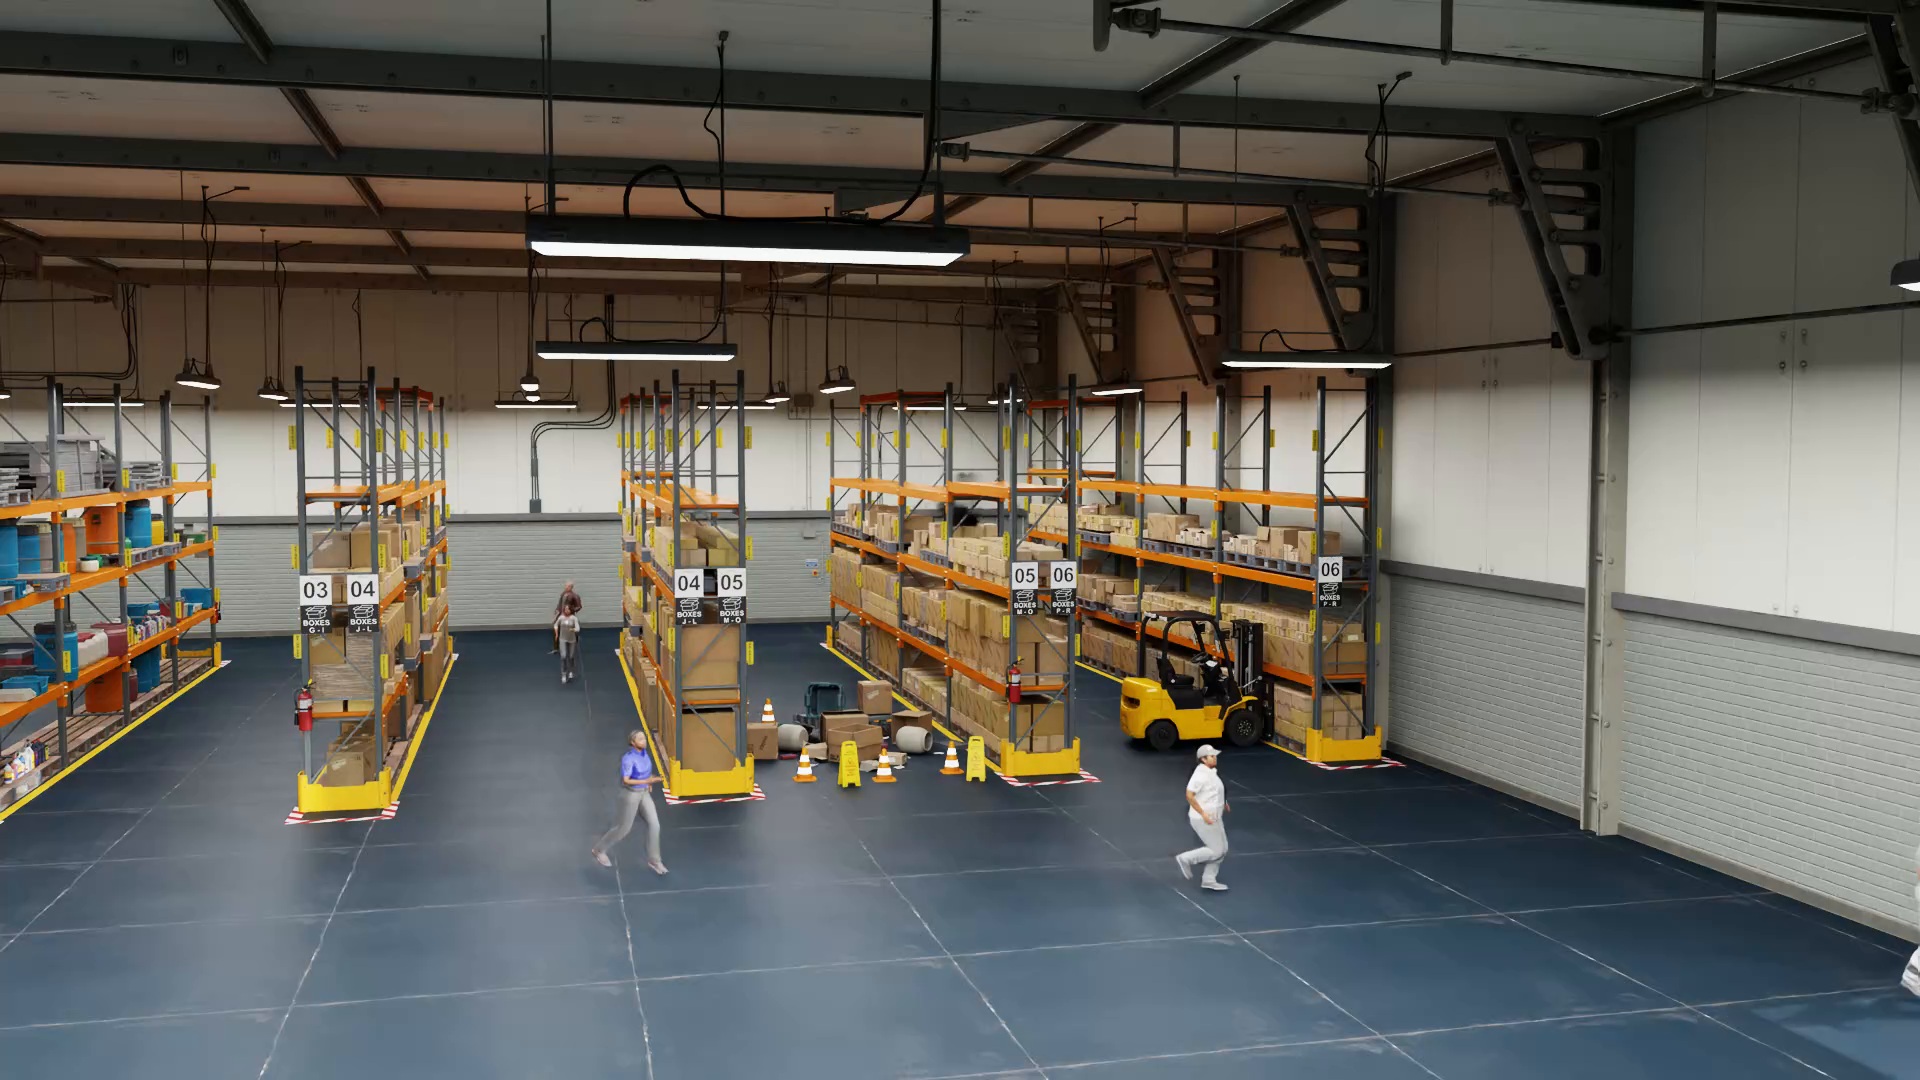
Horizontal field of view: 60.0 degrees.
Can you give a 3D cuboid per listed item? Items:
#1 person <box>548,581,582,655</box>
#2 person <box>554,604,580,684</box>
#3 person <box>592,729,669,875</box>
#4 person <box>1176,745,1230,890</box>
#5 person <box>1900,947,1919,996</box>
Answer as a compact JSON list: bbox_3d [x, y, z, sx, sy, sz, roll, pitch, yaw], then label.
[{"bbox_3d":[-9.177,1.829,38.995,0.755,1.726,0.805,2,4,31],"label":"person"},{"bbox_3d":[-8.138,2.146,34.454,0.505,1.646,0.704,-1,4,-15],"label":"person"},{"bbox_3d":[-3.808,3.027,19.301,0.920,1.691,0.586,2,4,25],"label":"person"},{"bbox_3d":[2.719,3.086,18.544,0.566,1.620,0.622,1,4,21],"label":"person"},{"bbox_3d":[8.721,3.245,14.671,0.646,1.849,0.736,-2,4,-27],"label":"person"}]
